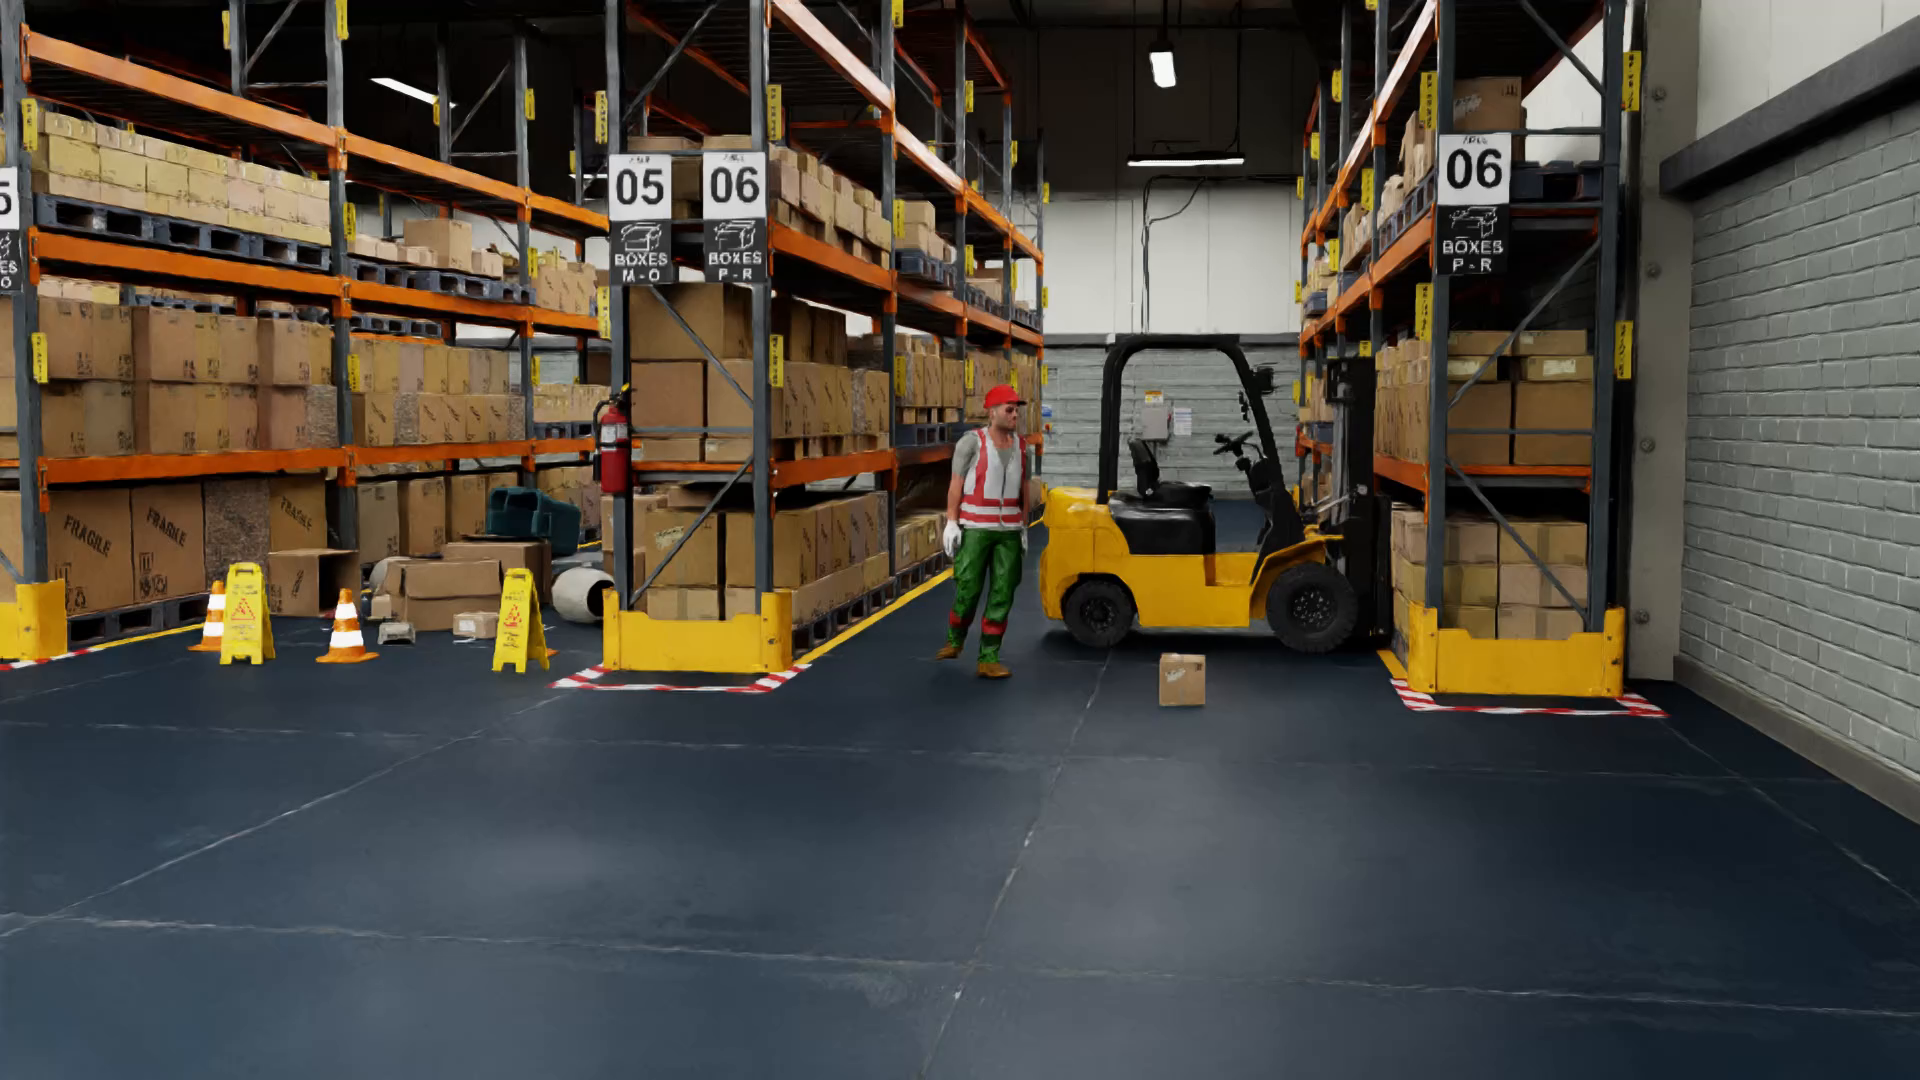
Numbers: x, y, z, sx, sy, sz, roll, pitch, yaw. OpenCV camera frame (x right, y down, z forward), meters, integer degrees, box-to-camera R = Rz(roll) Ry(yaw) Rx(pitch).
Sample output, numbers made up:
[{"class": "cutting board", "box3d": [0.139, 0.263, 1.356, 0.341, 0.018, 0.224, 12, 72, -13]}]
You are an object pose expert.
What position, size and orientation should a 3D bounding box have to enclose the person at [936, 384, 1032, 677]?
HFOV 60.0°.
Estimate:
[{"class": "person", "box3d": [0.153, -0.060, 10.203, 0.590, 1.780, 0.566, -2, 5, -24]}]
